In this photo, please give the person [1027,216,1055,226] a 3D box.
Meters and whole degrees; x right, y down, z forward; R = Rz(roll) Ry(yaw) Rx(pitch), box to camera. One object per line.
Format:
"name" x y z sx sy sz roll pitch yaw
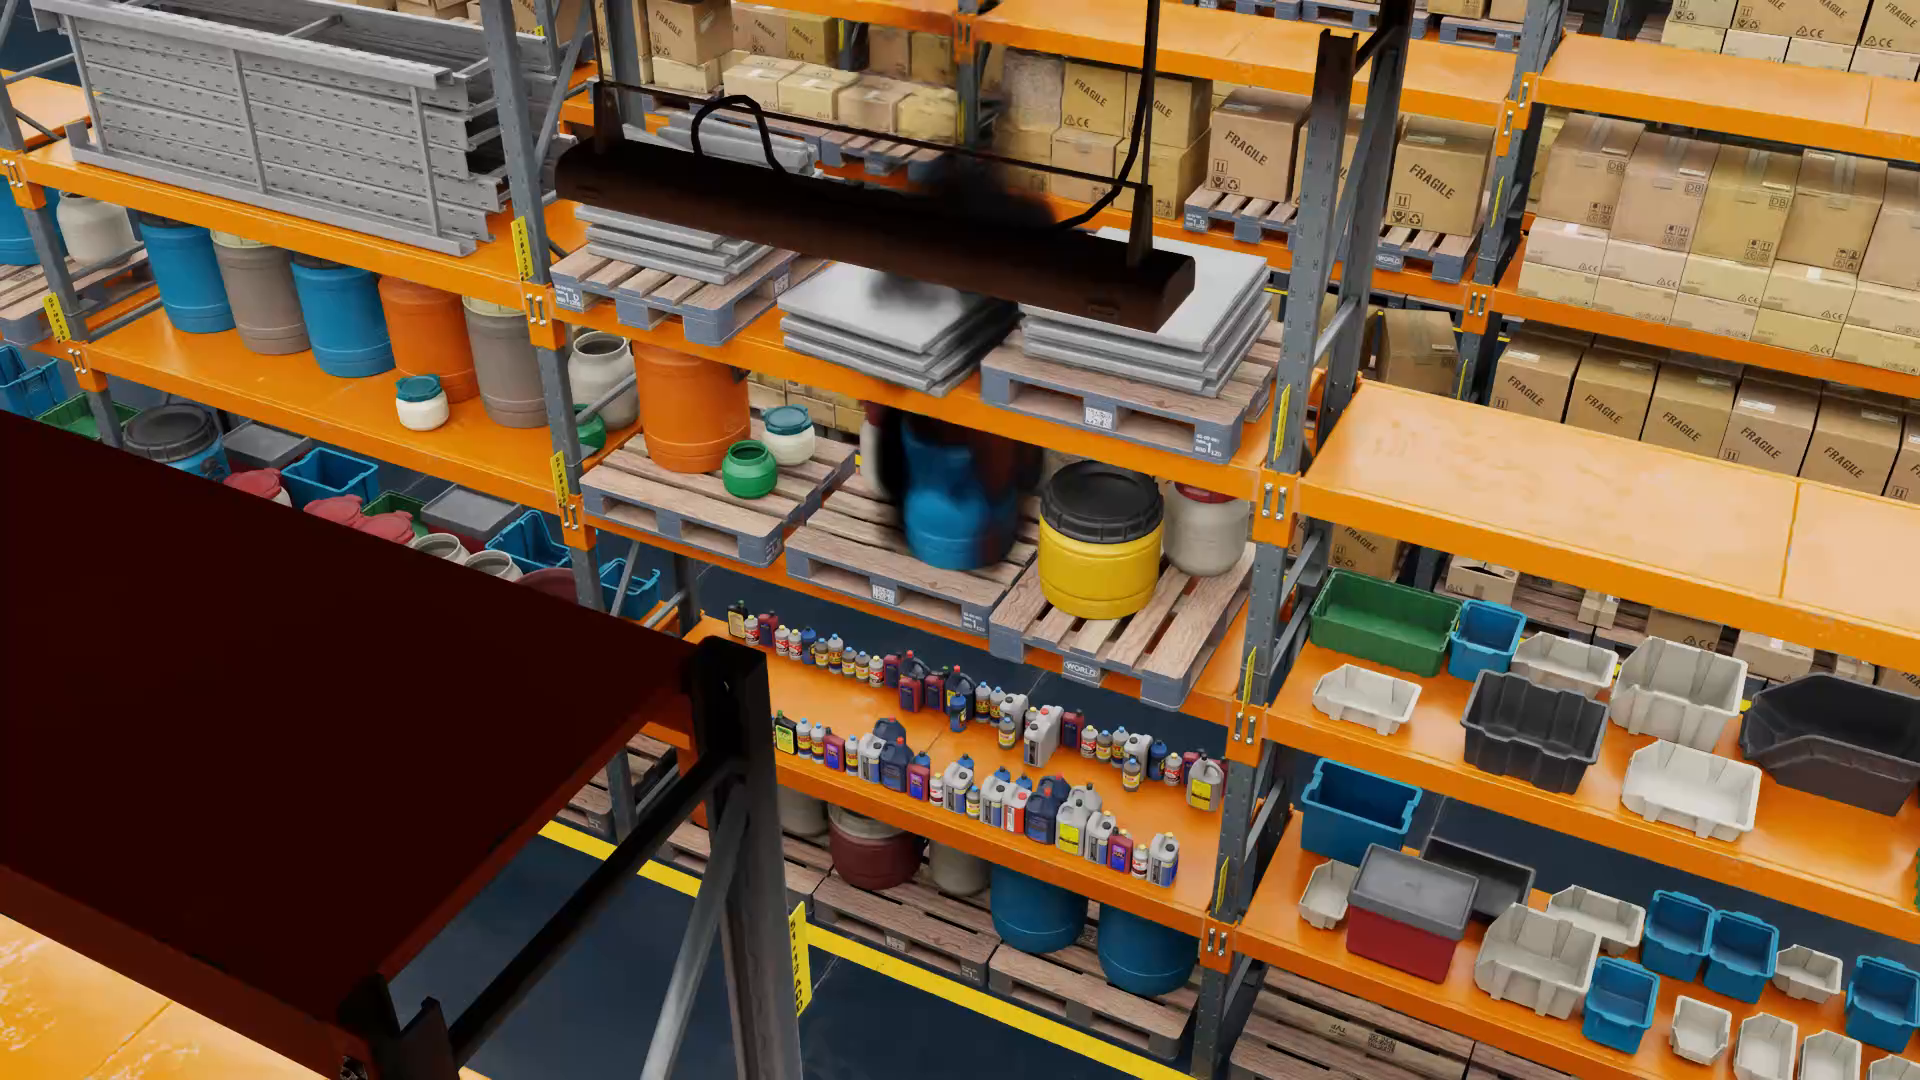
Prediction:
"person" 0.845 -2.232 15.507 0.840 1.786 0.694 15 38 20
